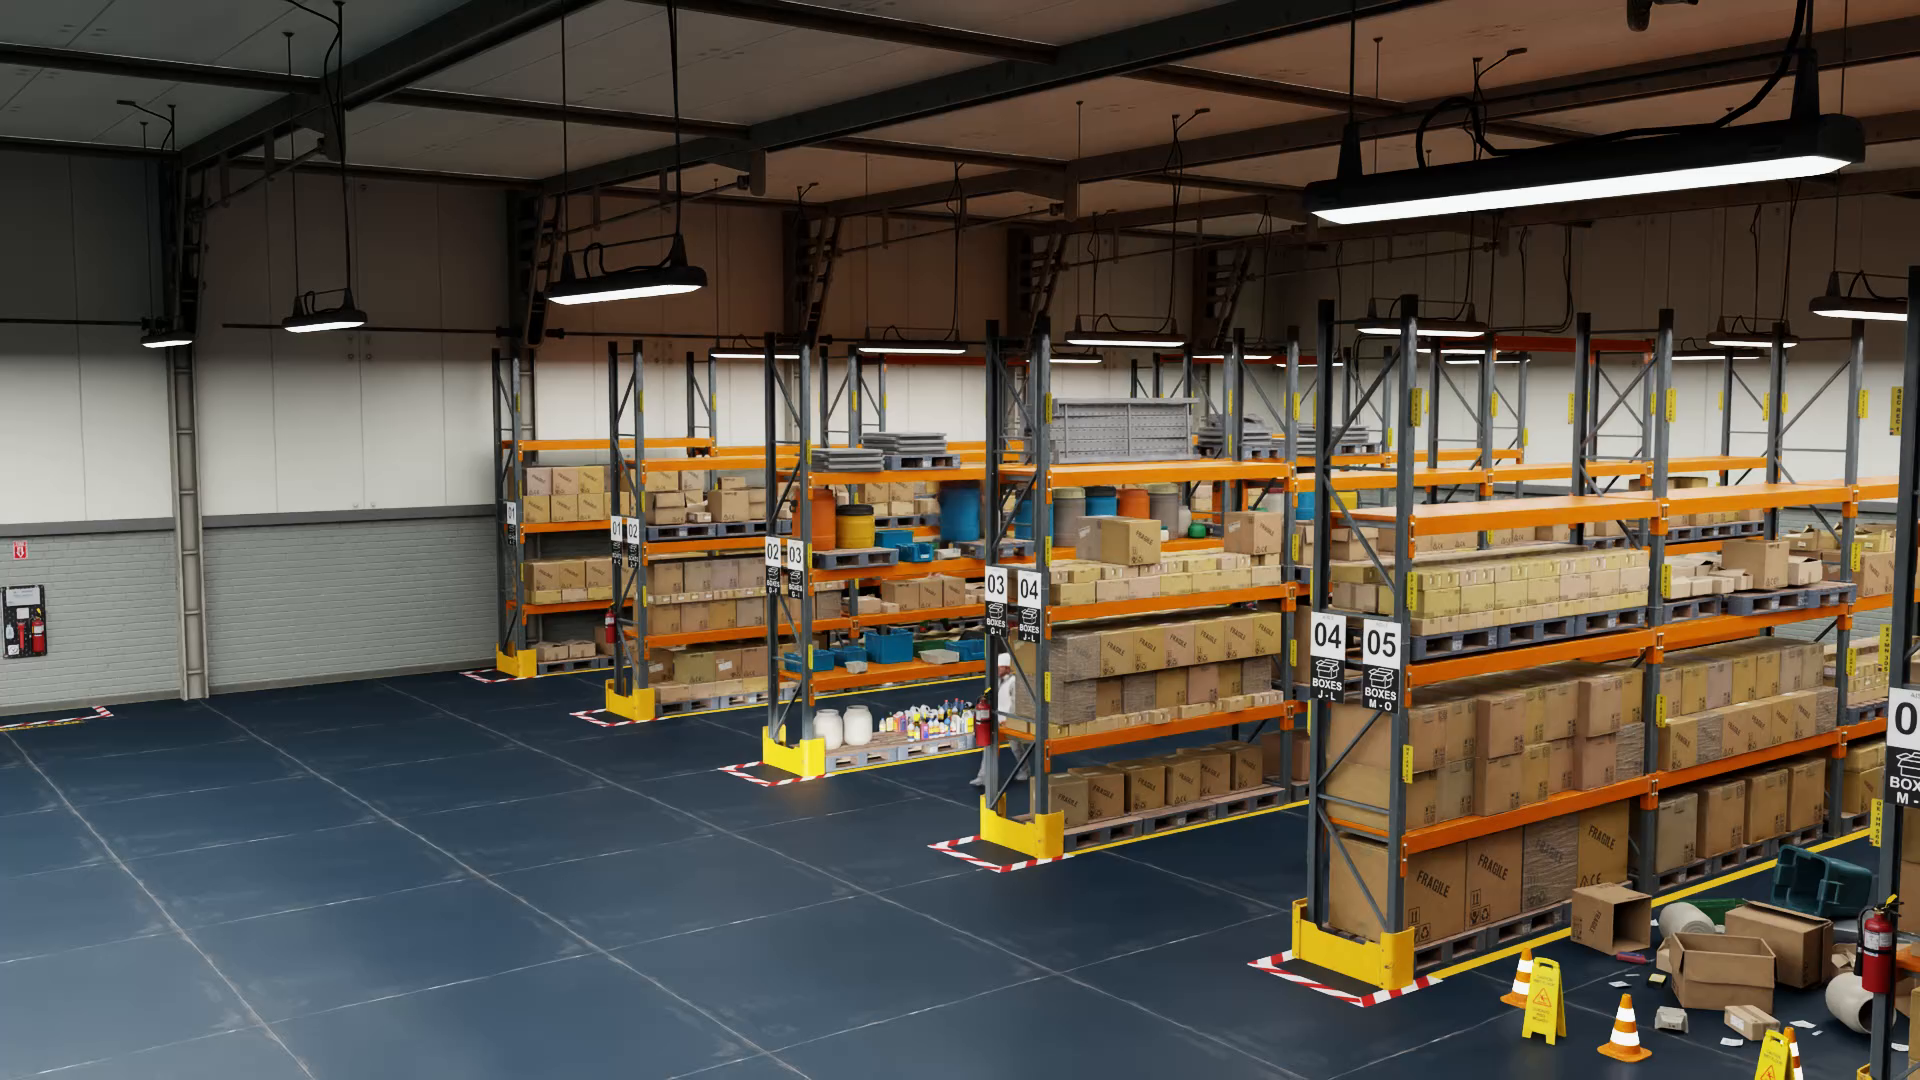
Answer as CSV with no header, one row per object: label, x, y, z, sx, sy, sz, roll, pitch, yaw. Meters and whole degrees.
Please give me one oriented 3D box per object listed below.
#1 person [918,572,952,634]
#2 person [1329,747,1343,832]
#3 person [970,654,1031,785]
person,-0.587,1.267,34.229,0.653,1.738,1.025,5,7,44
person,4.362,2.667,18.517,0.548,1.765,0.594,-4,6,-36
person,0.556,2.360,21.915,0.559,1.722,1.001,5,7,43
